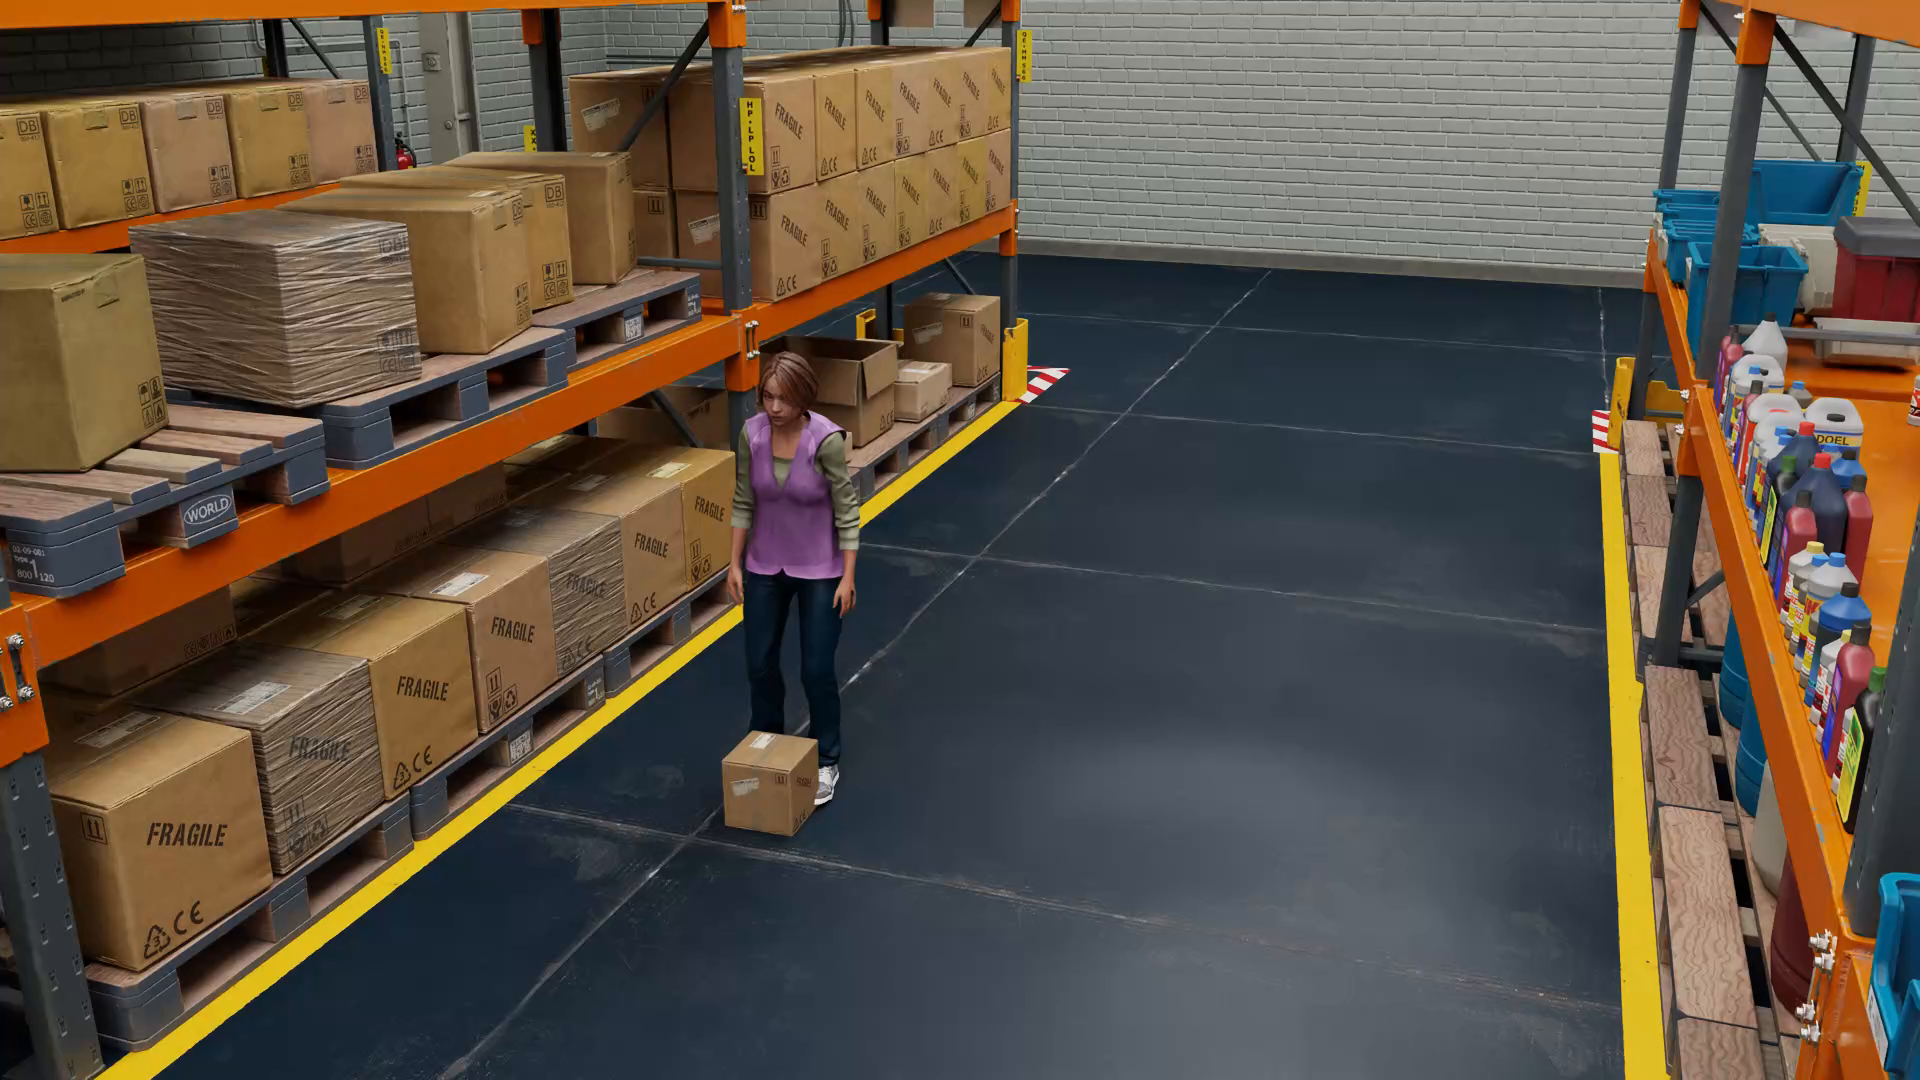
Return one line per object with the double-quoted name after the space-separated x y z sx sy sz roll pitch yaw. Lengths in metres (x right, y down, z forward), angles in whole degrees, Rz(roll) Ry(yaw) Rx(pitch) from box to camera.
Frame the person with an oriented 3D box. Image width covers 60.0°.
-0.575 0.243 5.744 0.484 1.352 0.322 5 20 15 "person"
